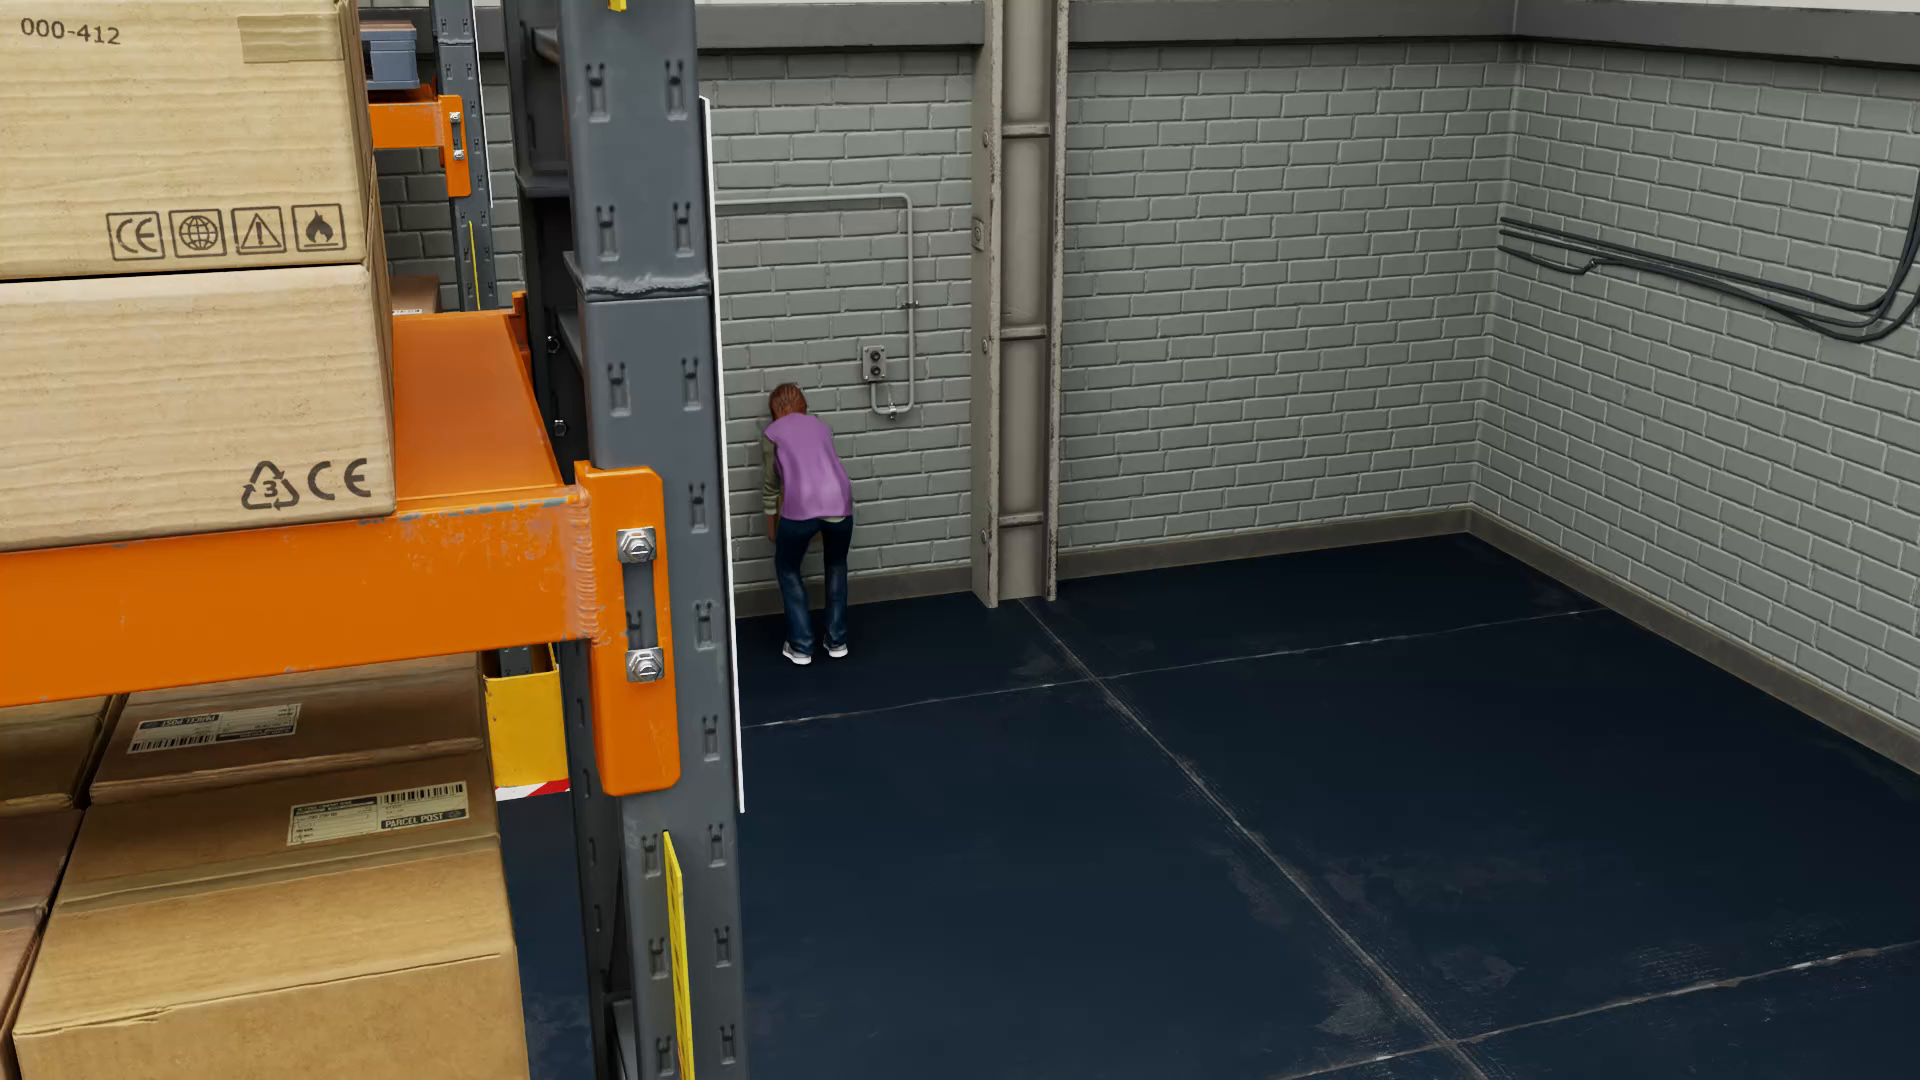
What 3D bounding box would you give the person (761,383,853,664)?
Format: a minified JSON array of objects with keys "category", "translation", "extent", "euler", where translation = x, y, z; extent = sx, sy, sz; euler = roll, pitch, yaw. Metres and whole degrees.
[{"category":"person","translation":[-0.767,-0.072,8.271],"extent":[0.382,1.278,0.780],"euler":[-7,21,-19]}]
